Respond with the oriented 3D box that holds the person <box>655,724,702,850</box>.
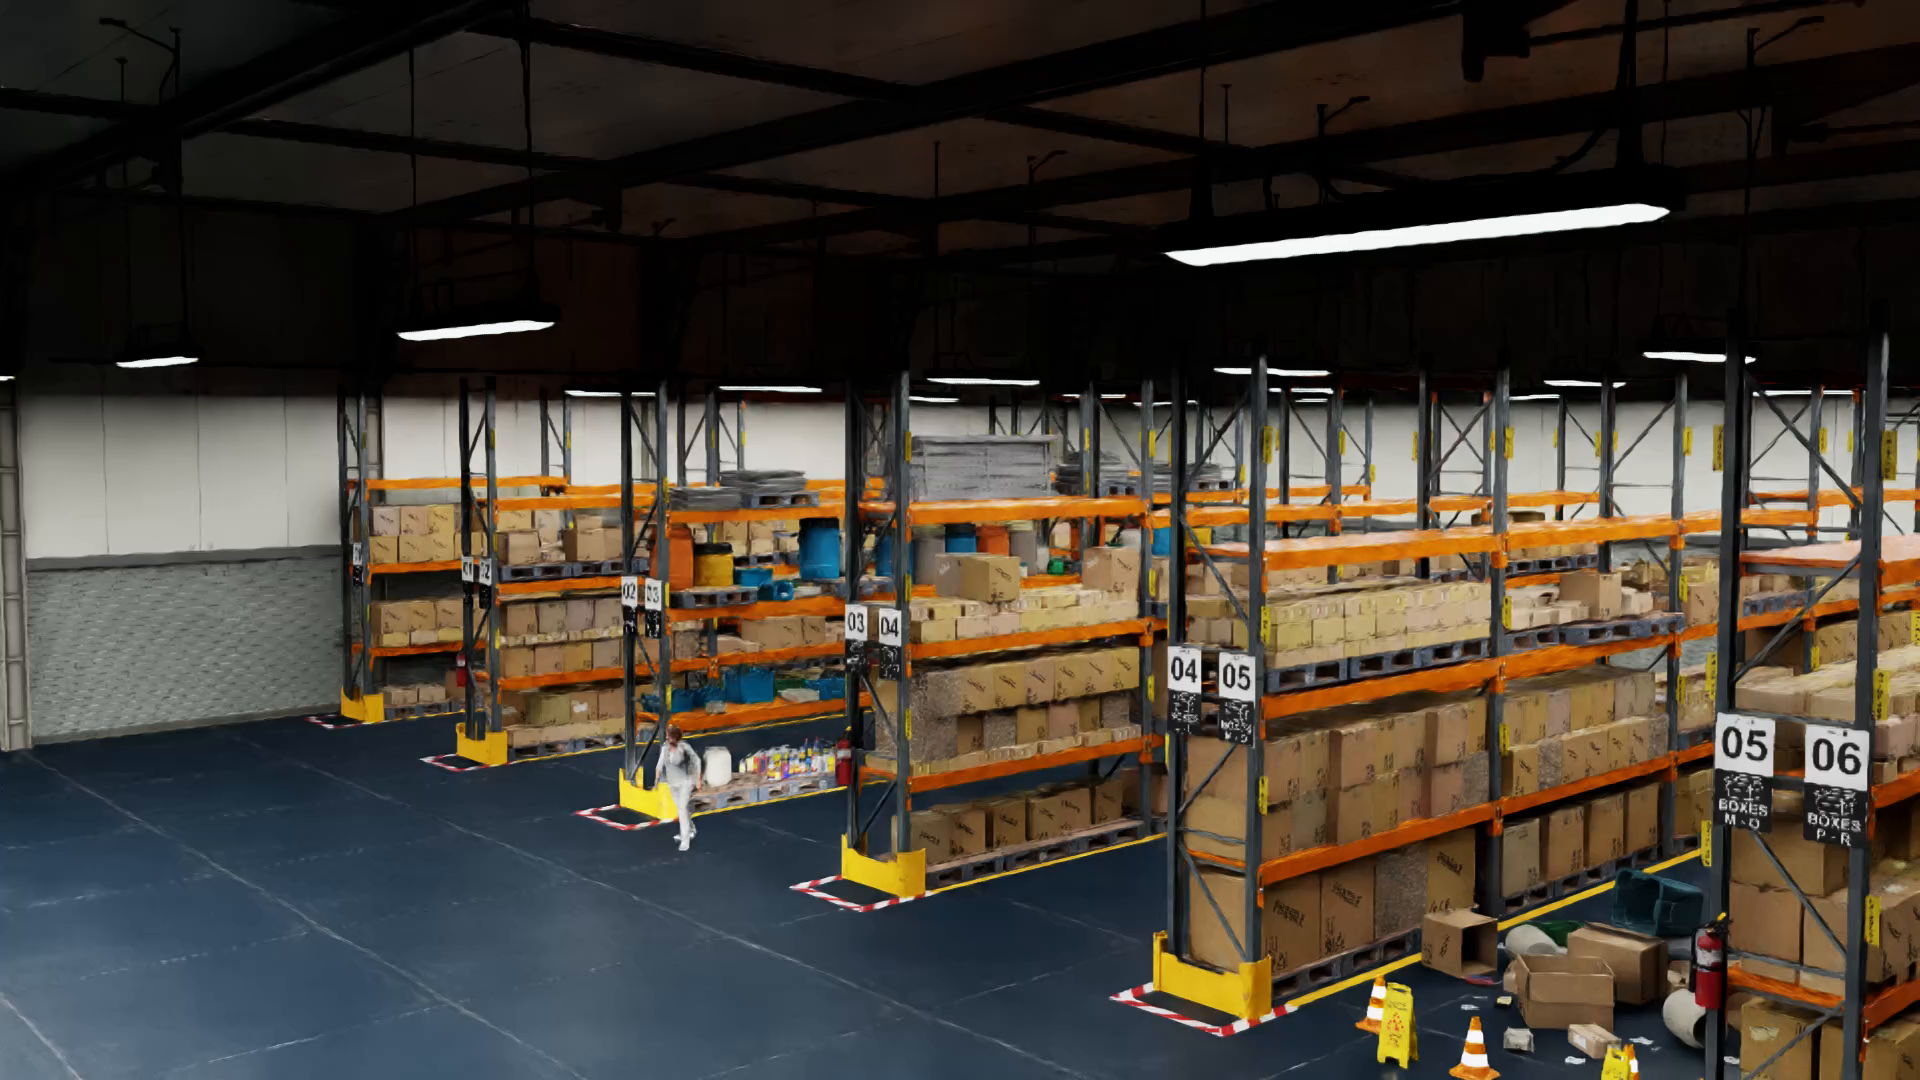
[{"bbox_3d":[-3.459,3.033,20.671,0.573,1.532,0.763,2,4,29],"label":"person"}]
